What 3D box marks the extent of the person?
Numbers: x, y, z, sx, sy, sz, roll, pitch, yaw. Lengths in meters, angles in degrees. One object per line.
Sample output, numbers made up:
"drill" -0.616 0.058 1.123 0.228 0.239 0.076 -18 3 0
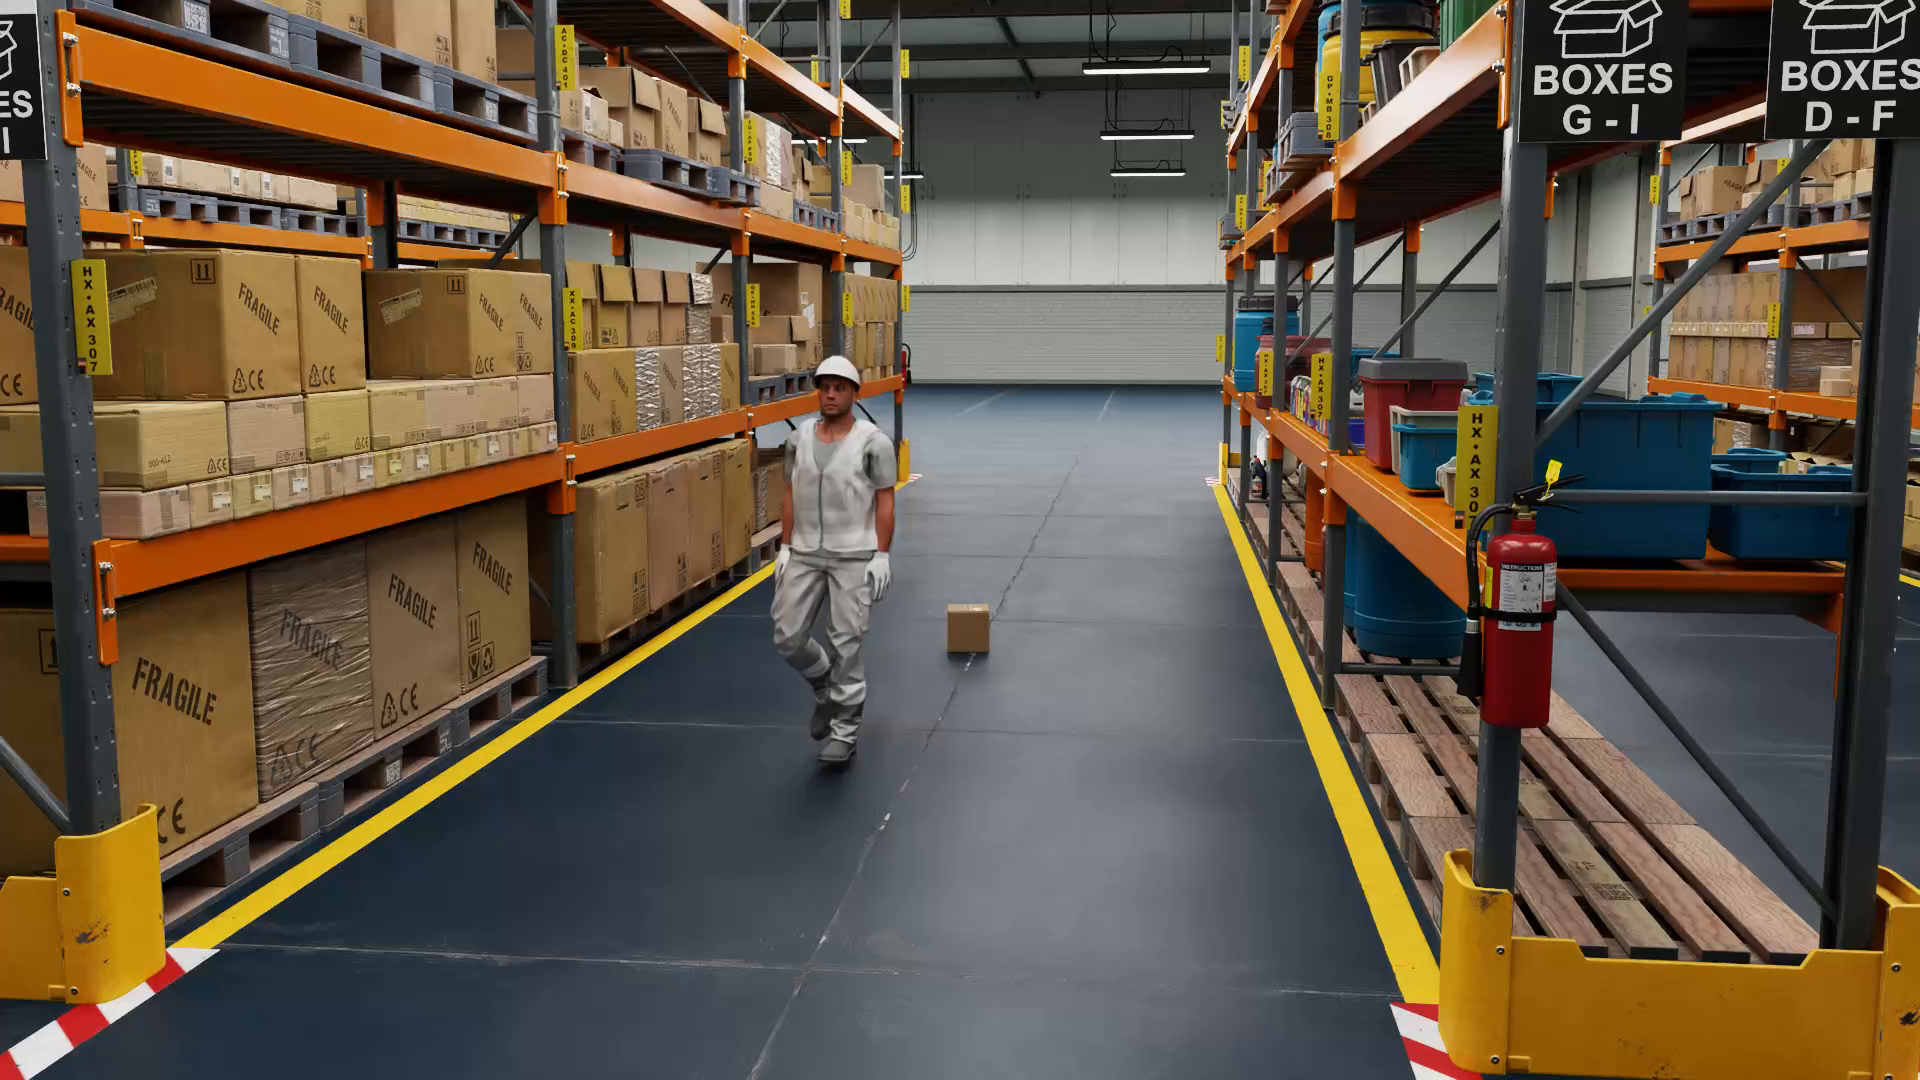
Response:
"person" -0.560 0.077 7.368 0.568 1.780 0.505 2 8 18
